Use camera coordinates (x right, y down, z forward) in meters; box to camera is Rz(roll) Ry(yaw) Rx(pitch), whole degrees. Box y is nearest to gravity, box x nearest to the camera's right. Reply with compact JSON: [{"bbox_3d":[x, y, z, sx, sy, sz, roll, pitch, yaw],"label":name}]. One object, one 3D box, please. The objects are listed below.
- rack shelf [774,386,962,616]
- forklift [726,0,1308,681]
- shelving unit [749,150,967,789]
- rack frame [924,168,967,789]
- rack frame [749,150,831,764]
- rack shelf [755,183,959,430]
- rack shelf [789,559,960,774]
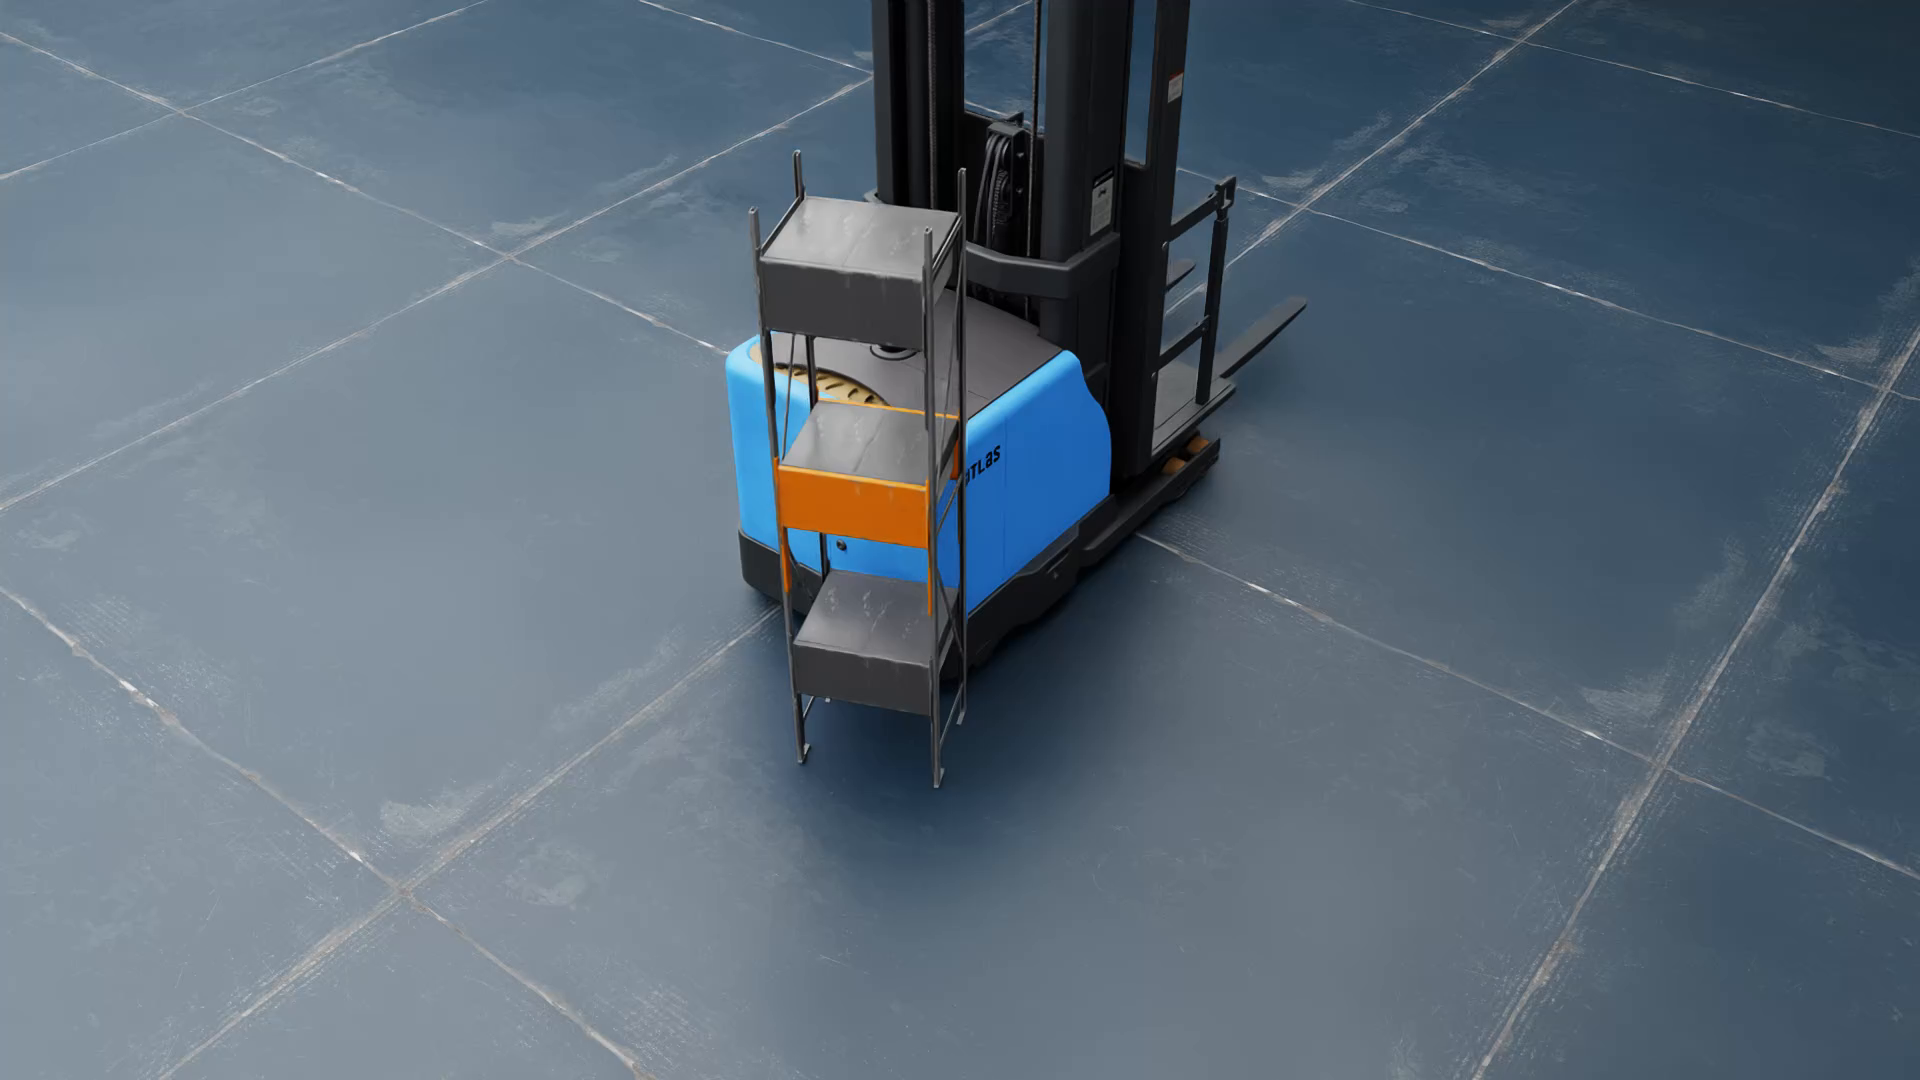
[{"bbox_3d":[-0.273,-0.125,5.227,0.480,0.518,0.431,9,39,11],"label":"rack shelf"},{"bbox_3d":[0.453,-1.501,6.289,1.130,2.935,3.031,25,45,29],"label":"forklift"},{"bbox_3d":[-0.273,-0.136,5.219,0.503,2.100,0.431,9,39,11],"label":"shelving unit"},{"bbox_3d":[-0.036,-0.099,5.171,0.015,2.100,0.400,9,39,11],"label":"rack frame"},{"bbox_3d":[-0.509,-0.172,5.266,0.015,2.100,0.400,9,39,11],"label":"rack frame"},{"bbox_3d":[-0.275,-0.676,4.796,0.480,0.518,0.431,9,39,11],"label":"rack shelf"},{"bbox_3d":[-0.270,0.427,5.658,0.480,0.518,0.431,9,39,11],"label":"rack shelf"}]
